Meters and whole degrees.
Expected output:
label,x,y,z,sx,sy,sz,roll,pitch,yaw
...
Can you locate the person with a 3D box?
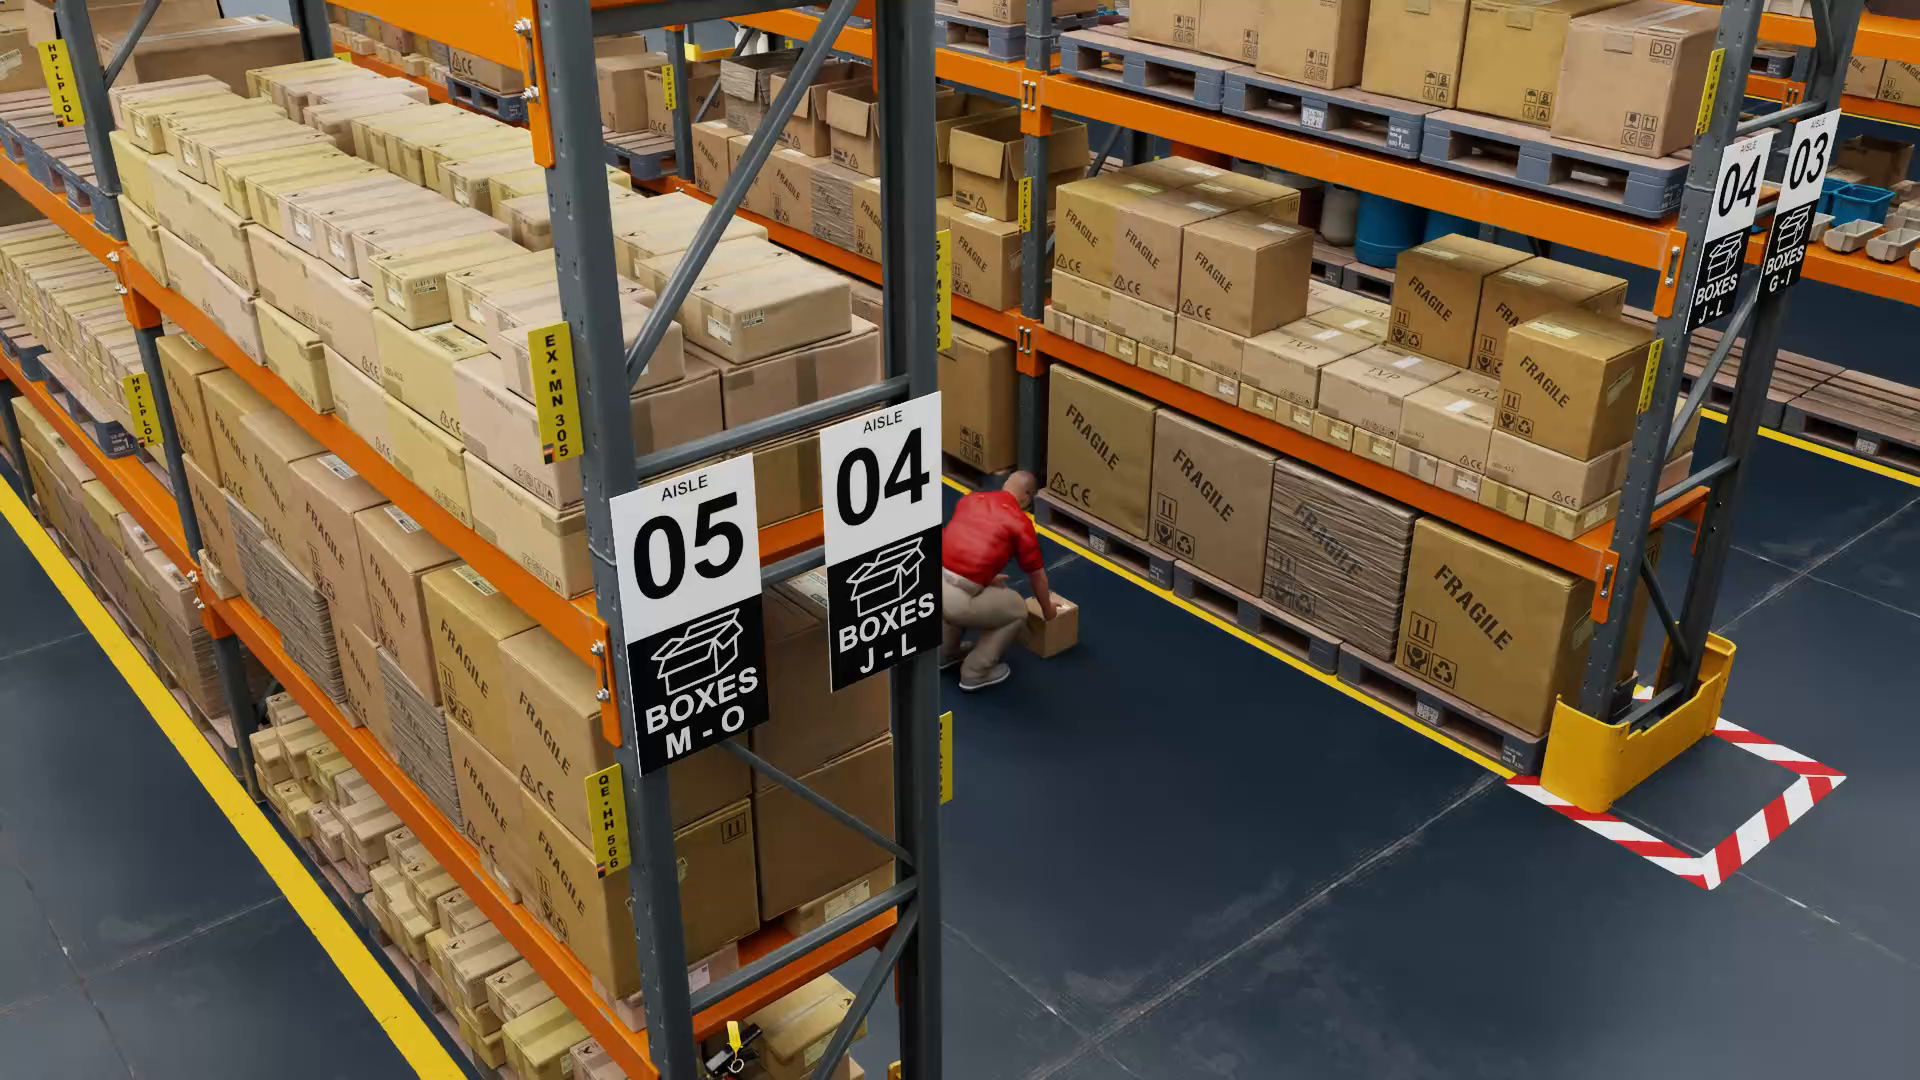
label,x,y,z,sx,sy,sz,roll,pitch,yaw
person,0.132,0.199,8.983,0.788,1.060,0.568,-22,35,-35
